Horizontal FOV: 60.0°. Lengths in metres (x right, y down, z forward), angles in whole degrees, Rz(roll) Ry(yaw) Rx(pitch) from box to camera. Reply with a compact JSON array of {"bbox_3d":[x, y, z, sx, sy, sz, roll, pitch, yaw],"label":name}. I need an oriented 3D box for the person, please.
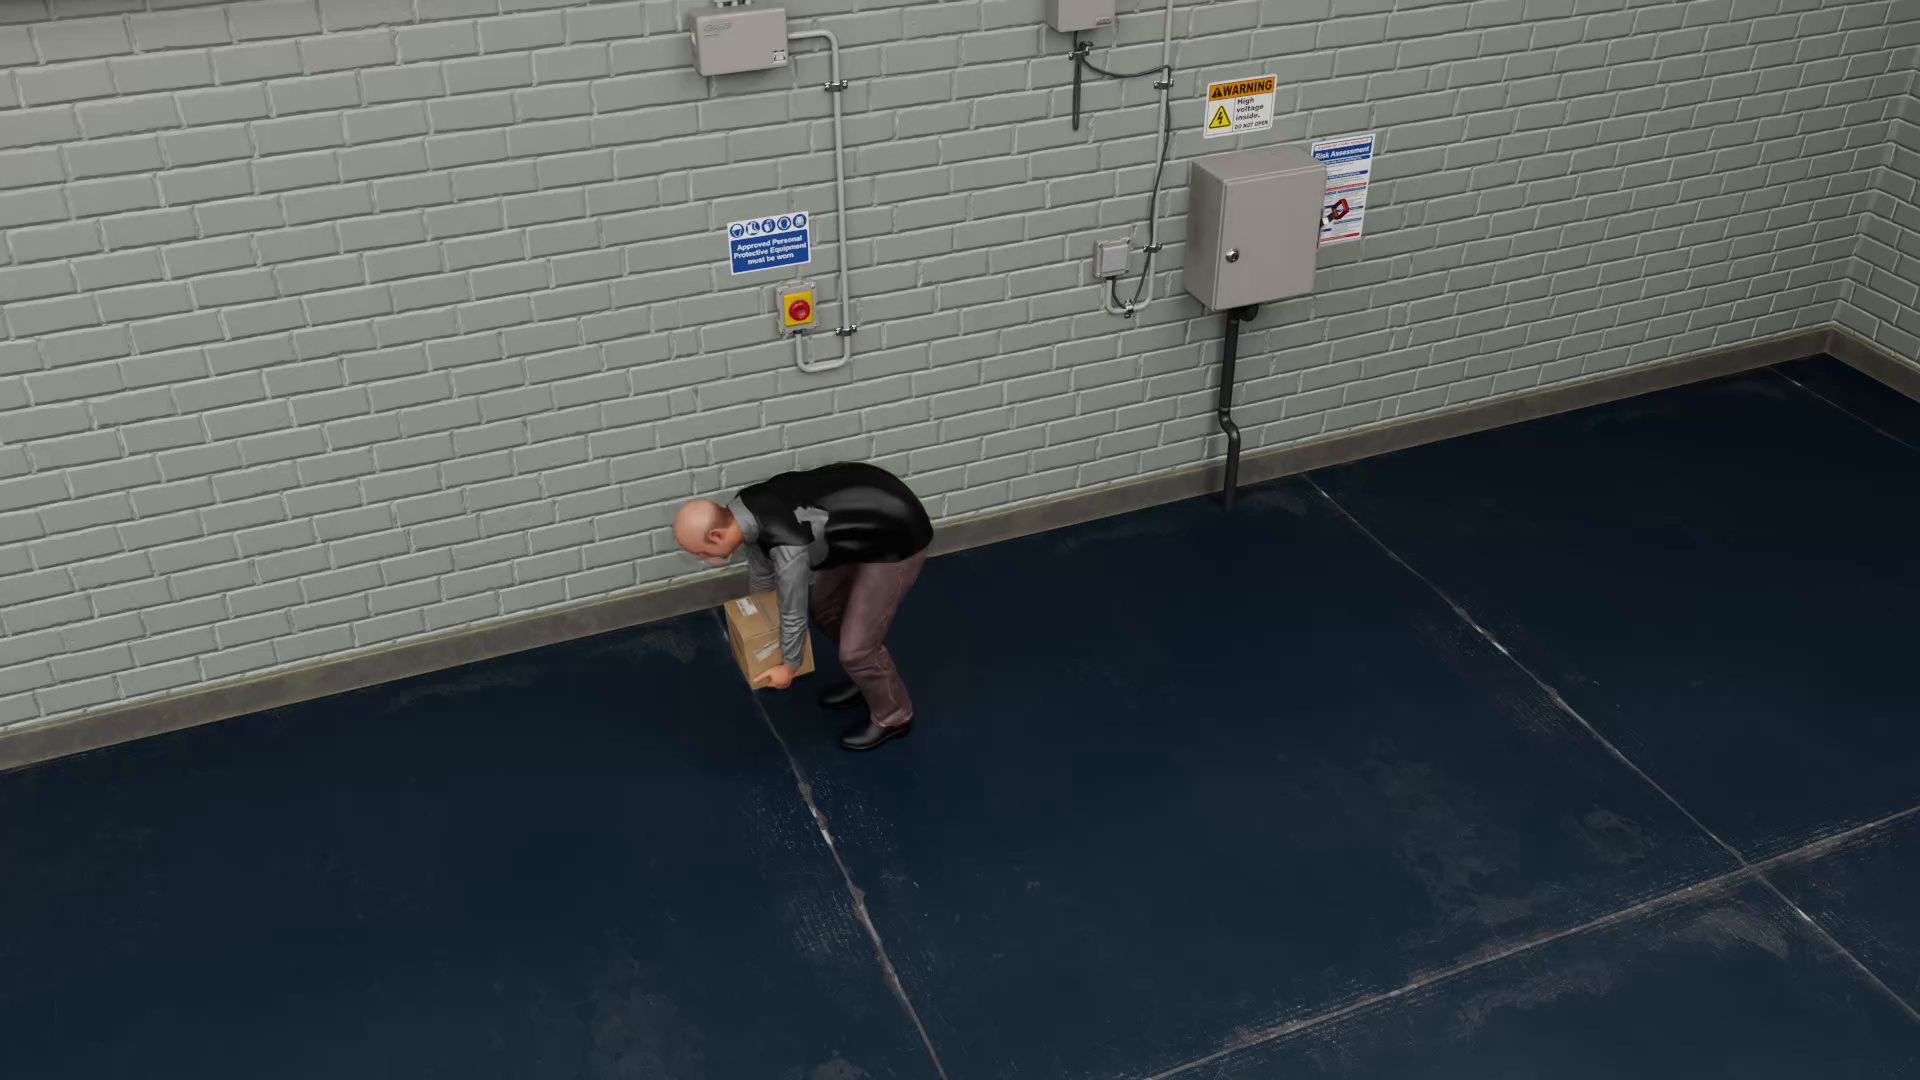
[{"bbox_3d":[-0.572,0.271,6.254,0.948,1.171,0.461,-14,36,-20],"label":"person"}]
